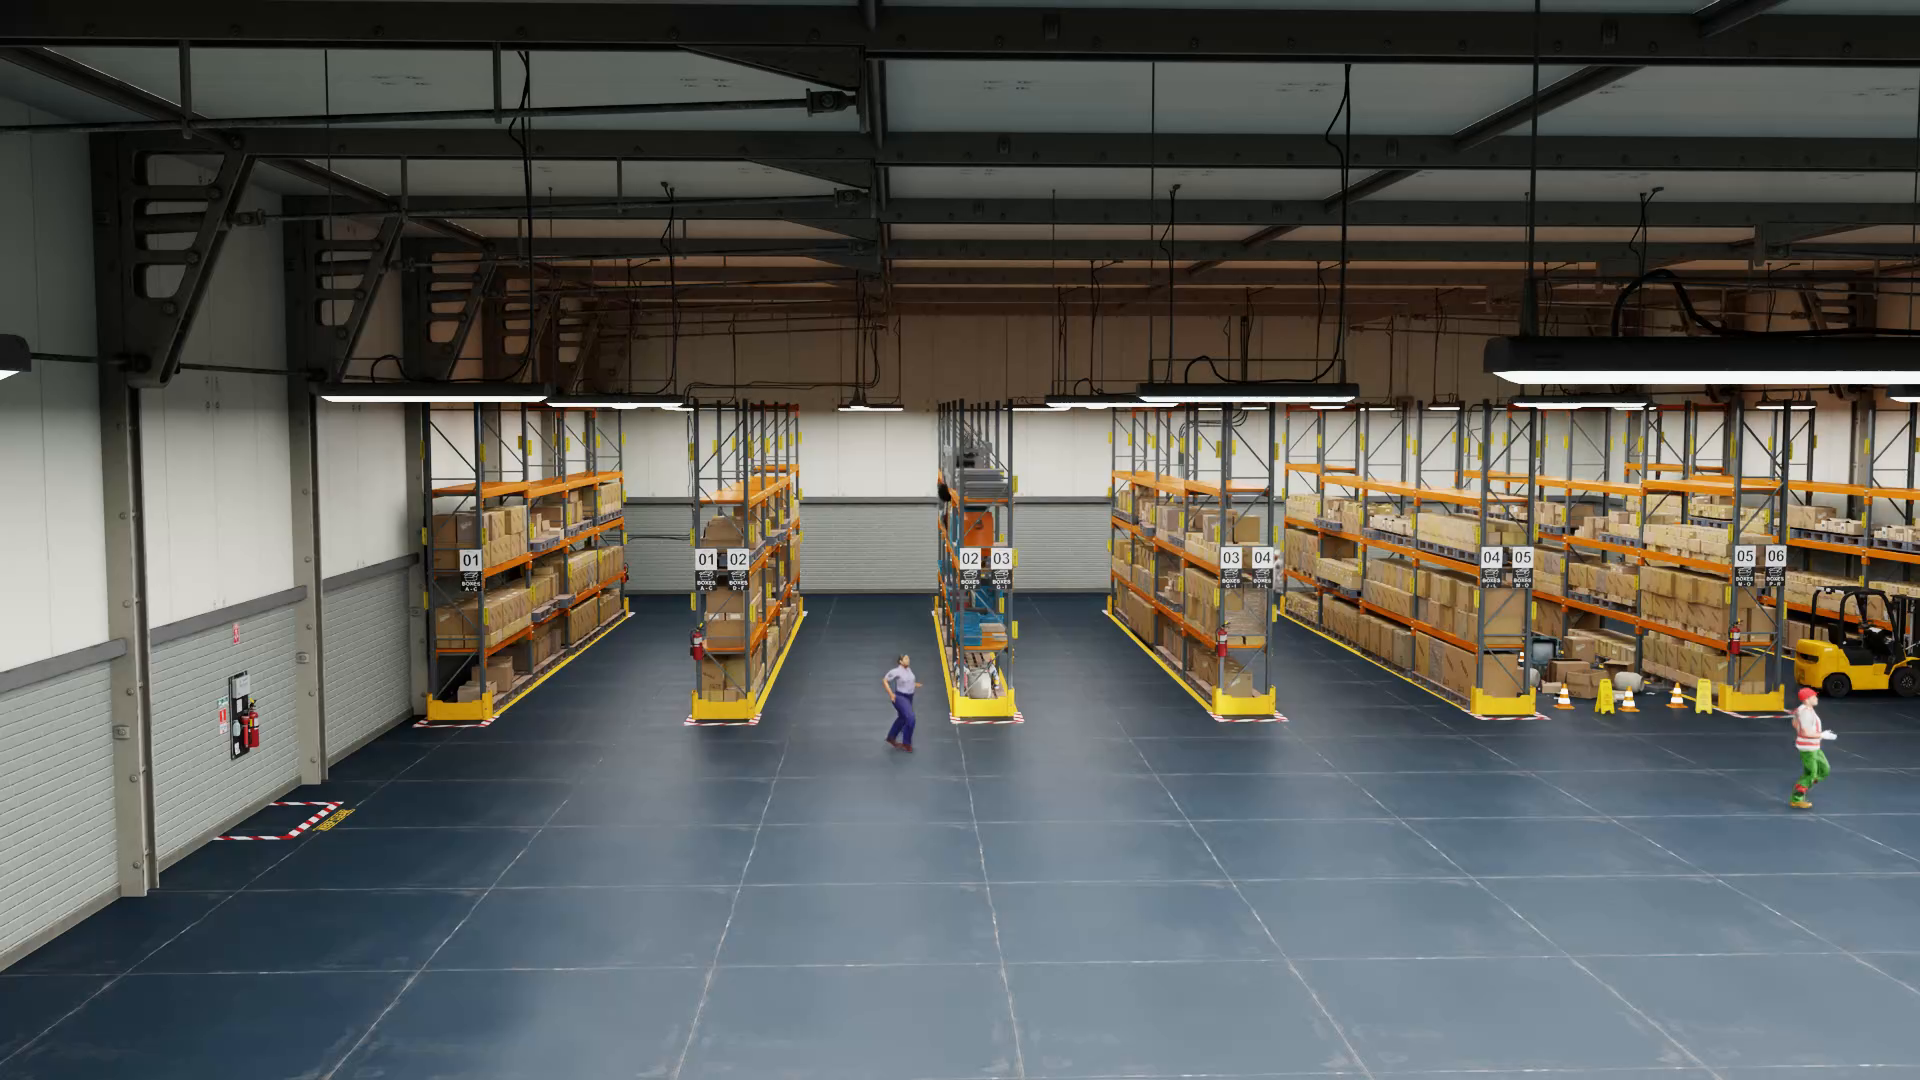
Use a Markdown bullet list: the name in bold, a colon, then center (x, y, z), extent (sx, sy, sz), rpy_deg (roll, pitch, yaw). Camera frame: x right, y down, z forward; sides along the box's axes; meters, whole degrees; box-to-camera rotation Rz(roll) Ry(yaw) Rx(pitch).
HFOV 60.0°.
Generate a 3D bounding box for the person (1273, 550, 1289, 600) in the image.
- **person**: center (9.384, 1.141, 49.058), extent (0.936, 1.709, 0.708), rpy_deg (0, 4, -4)

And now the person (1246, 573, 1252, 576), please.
- **person**: center (8.272, 1.210, 48.465), extent (0.868, 1.687, 0.673), rpy_deg (-3, 5, -31)

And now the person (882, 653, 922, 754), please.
- **person**: center (-0.963, 2.772, 28.239), extent (0.722, 1.696, 0.580), rpy_deg (2, 5, 26)

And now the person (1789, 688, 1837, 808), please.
- **person**: center (12.340, 3.007, 24.041), extent (0.601, 1.746, 0.641), rpy_deg (2, 5, 28)
